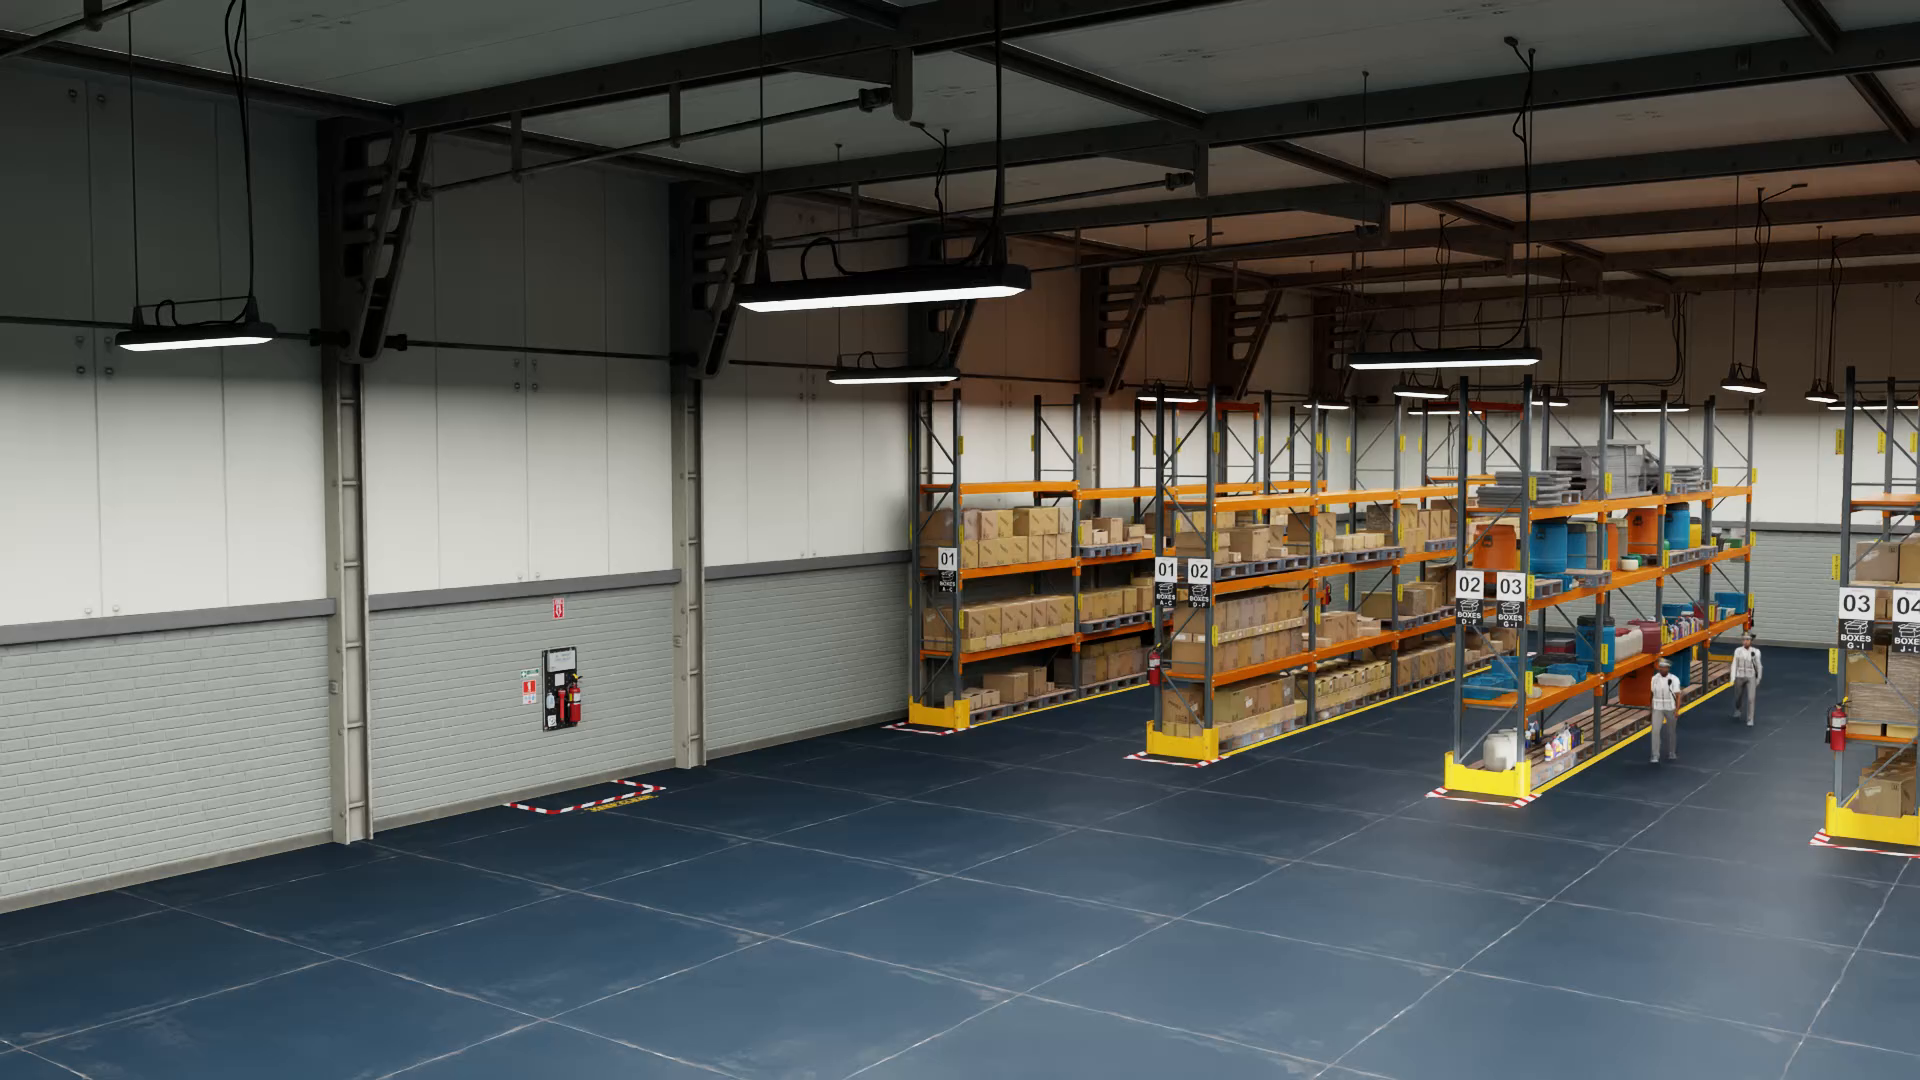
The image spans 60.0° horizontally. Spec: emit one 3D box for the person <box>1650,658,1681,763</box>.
[{"bbox_3d":[11.081,2.670,26.170,0.476,1.635,0.979,2,4,31],"label":"person"}]

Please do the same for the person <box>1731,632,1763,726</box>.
[{"bbox_3d":[14.102,2.460,29.815,0.512,1.637,0.989,2,4,25],"label":"person"}]
